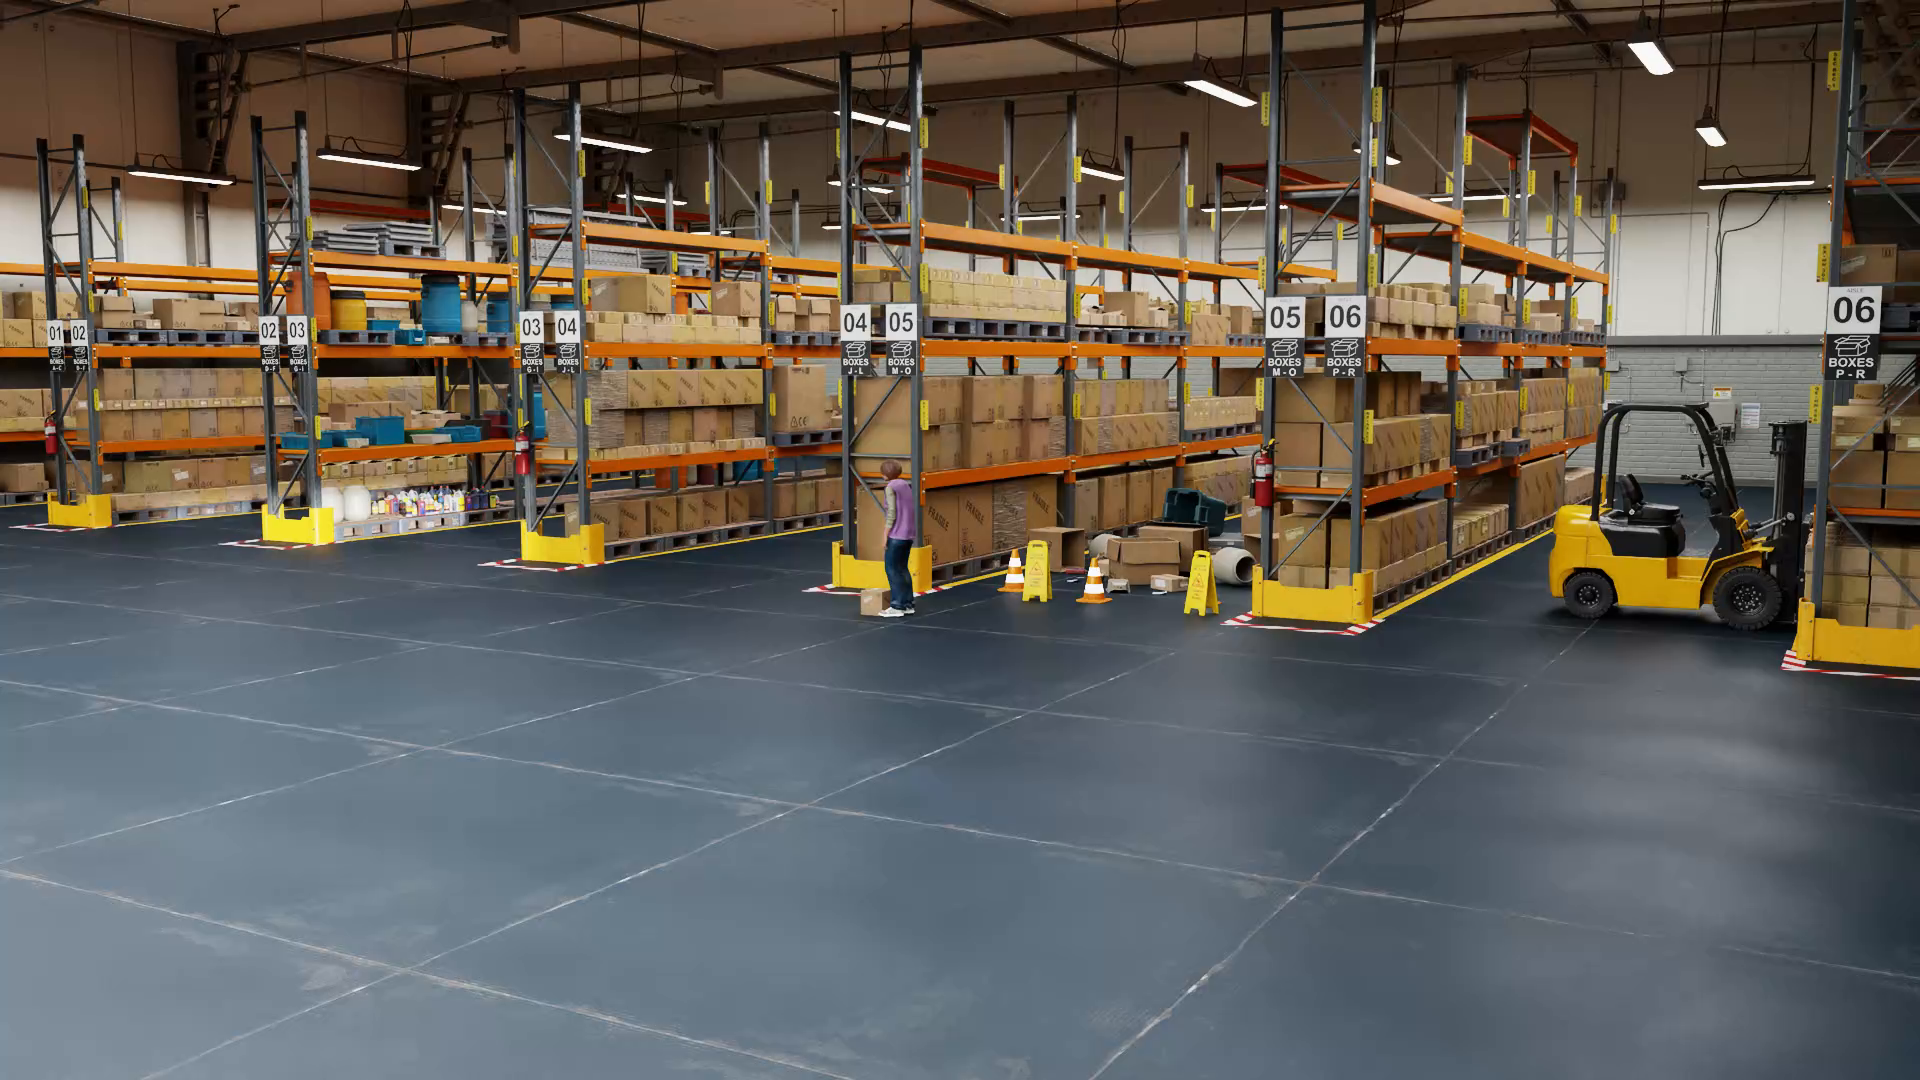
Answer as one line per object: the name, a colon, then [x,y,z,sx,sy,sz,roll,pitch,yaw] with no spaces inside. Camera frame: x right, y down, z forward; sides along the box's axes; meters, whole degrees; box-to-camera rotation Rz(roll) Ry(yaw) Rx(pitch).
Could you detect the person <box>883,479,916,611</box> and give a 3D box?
person: [-0.606,0.044,16.790,0.292,1.328,0.464,3,7,27]
